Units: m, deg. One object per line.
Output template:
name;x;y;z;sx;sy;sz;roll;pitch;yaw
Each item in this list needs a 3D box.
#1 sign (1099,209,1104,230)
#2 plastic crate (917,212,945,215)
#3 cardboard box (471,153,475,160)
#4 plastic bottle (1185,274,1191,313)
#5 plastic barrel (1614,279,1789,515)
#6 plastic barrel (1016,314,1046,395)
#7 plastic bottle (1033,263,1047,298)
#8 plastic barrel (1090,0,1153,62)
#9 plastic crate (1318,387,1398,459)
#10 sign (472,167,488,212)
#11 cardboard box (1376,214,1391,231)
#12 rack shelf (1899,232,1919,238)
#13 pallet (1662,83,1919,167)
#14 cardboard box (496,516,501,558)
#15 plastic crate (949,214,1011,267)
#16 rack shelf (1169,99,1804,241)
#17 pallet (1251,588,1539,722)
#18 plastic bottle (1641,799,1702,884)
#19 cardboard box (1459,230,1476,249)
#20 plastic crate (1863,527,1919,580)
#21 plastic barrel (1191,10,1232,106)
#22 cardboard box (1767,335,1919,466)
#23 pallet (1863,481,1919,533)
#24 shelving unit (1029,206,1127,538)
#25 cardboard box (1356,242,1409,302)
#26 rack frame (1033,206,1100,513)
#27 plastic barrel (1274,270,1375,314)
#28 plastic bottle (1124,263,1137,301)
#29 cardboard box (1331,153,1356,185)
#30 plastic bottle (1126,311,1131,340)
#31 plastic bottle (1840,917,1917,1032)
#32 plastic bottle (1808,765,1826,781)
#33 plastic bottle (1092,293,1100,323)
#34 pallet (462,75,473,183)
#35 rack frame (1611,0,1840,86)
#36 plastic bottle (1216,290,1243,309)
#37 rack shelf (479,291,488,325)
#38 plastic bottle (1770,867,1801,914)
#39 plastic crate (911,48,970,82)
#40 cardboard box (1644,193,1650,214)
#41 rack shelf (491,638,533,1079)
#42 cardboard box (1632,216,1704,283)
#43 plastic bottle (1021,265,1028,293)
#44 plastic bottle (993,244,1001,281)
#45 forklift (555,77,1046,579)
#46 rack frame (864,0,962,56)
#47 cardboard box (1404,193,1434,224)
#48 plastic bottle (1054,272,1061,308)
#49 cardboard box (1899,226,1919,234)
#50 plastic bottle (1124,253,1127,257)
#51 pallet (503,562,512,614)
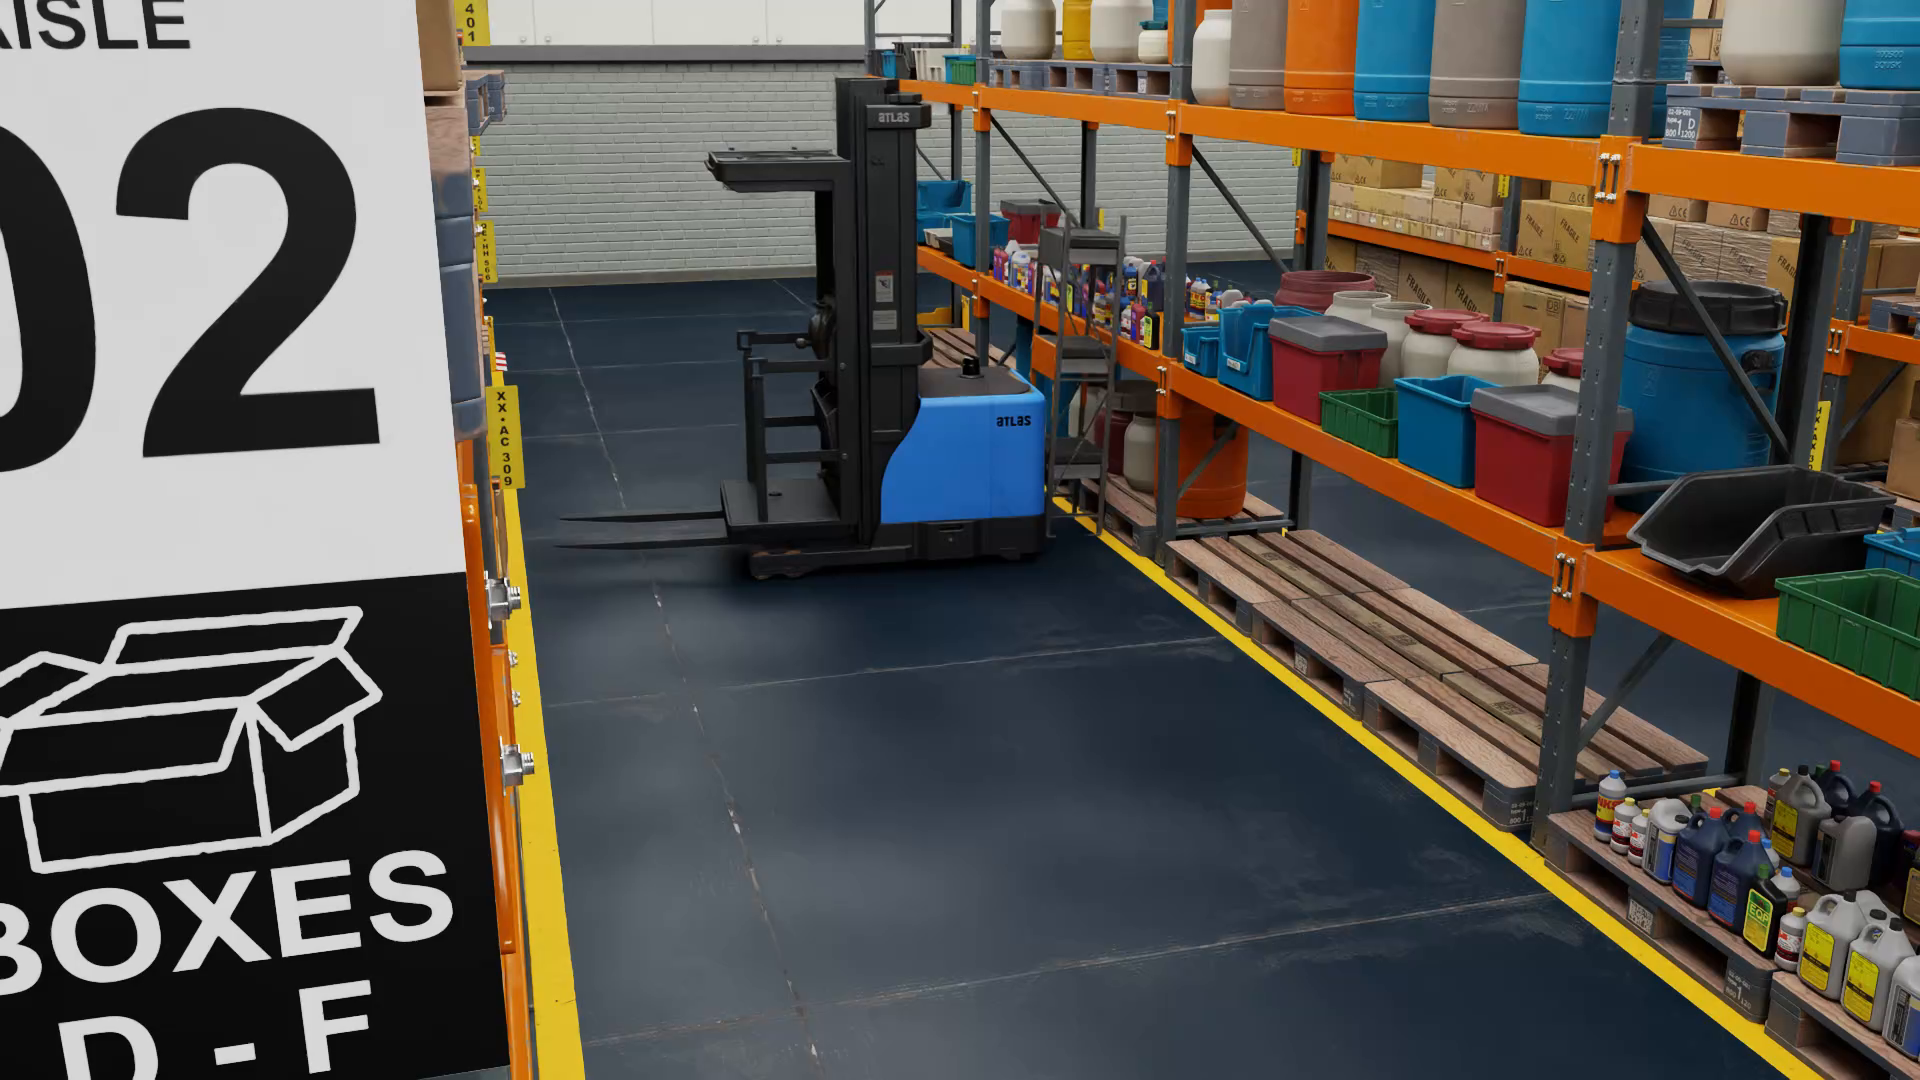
sign;1.152;-2.598;13.905;0.100;0.325;0.005;-5;17;-15
plastic crate;-0.364;-3.019;15.974;0.416;0.233;0.300;-5;17;-15
cardboard box;-4.142;-2.854;13.326;0.500;0.500;0.500;-5;18;-17
plastic bottle;1.591;-1.753;11.798;0.097;0.271;0.097;0;17;0
plastic barrel;3.006;-0.580;6.799;0.600;0.901;0.708;-5;17;-15
plastic barrel;0.756;-1.467;13.538;0.600;0.901;0.708;-5;17;-15
plastic bottle;0.638;-1.949;12.441;0.152;0.276;0.135;-5;17;-15
plastic barrel;1.090;-3.497;11.200;0.433;0.535;0.433;0;17;0
plastic crate;2.071;-0.567;7.995;0.450;0.188;0.662;-5;17;-15
sign;-3.608;-2.631;12.485;0.100;0.325;0.005;-5;17;-15
cardboard box;4.490;-3.250;16.995;0.380;0.149;0.250;-5;17;-17
rack shelf;9.632;-3.387;18.263;1.077;0.370;4.000;-5;17;-15
pallet;3.113;-1.364;5.392;1.213;0.211;1.003;-5;17;-15
cardboard box;-2.661;0.047;8.655;0.500;0.311;0.500;-4;17;-14
plastic crate;0.166;-2.546;14.136;0.392;0.384;0.575;-5;17;-15
rack shelf;2.271;-1.855;7.949;1.077;0.370;4.000;-5;17;-15
pallet;2.229;0.574;8.675;1.003;0.211;1.213;-5;17;-15
plastic bottle;2.602;1.094;6.064;0.152;0.276;0.135;-4;17;-13
cardboard box;4.915;-2.823;15.574;0.380;0.149;0.250;-4;17;-14
plastic crate;3.386;0.146;5.509;0.499;0.251;0.616;-5;17;-15
plastic barrel;1.513;-2.696;9.304;0.421;0.512;0.421;0;17;0
cardboard box;6.314;-1.084;12.308;1.225;0.875;0.875;-6;18;-18
pallet;6.697;-0.156;11.103;1.003;0.211;1.213;-5;17;-15
shelving unit;0.734;-1.099;10.914;0.431;2.100;0.503;-2;17;-16
cardboard box;4.788;-2.681;17.628;0.875;0.875;0.875;-5;17;-15
rack frame;0.668;-1.169;11.138;0.400;2.100;0.015;-2;17;-16
plastic barrel;2.141;-1.277;9.752;0.600;0.536;0.708;-5;17;-15
plastic bottle;1.267;-1.920;12.354;0.097;0.271;0.097;0;17;0
cardboard box;4.295;-4.058;17.686;0.500;0.500;0.500;-5;17;-17
plastic bottle;1.123;-1.396;10.731;0.097;0.201;0.097;0;17;0
plastic bottle;2.864;1.326;5.164;0.144;0.351;0.185;-4;17;-13
plastic bottle;3.271;0.988;6.407;0.061;0.283;0.133;-4;17;-12
plastic bottle;0.936;-1.585;11.358;0.097;0.201;0.097;0;17;0
pallet;-1.683;-0.979;3.938;1.003;0.211;1.213;-5;17;-15
rack frame;2.821;-3.083;5.572;1.000;3.000;0.127;-5;17;-15
plastic bottle;1.787;-1.530;11.046;0.152;0.276;0.135;-5;17;-15
rack shelf;-3.591;-1.134;10.764;1.077;0.370;4.000;-5;17;-15
plastic bottle;2.772;1.233;5.613;0.097;0.271;0.097;0;17;0
plastic crate;-0.164;-4.271;14.949;0.437;0.282;0.530;-5;17;-15
cardboard box;5.746;-2.975;13.726;0.797;0.503;0.637;-5;17;-15
rack shelf;-1.393;1.079;3.397;1.077;0.370;4.000;-5;17;-15
cardboard box;5.694;-2.295;13.204;0.500;0.500;0.500;-4;17;-14
plastic bottle;0.516;-2.007;12.764;0.097;0.201;0.097;0;17;0
plastic bottle;0.313;-2.231;13.369;0.061;0.283;0.133;-5;17;-15
forklift;-1.025;-1.328;10.278;3.031;2.935;1.130;-3;17;-10
rack frame;-0.477;-6.402;16.622;1.000;3.000;0.127;-5;17;-15
cardboard box;4.726;-3.270;16.368;0.500;0.250;0.500;-4;17;-14
plastic bottle;0.734;-1.821;12.024;0.097;0.271;0.097;0;17;0
cardboard box;9.702;-3.181;16.764;0.380;0.149;0.250;-5;17;-17
plastic bottle;1.241;-2.119;12.879;0.144;0.351;0.185;-5;17;-15
pallet;-3.211;0.201;9.917;1.003;0.211;1.213;-5;17;-15
